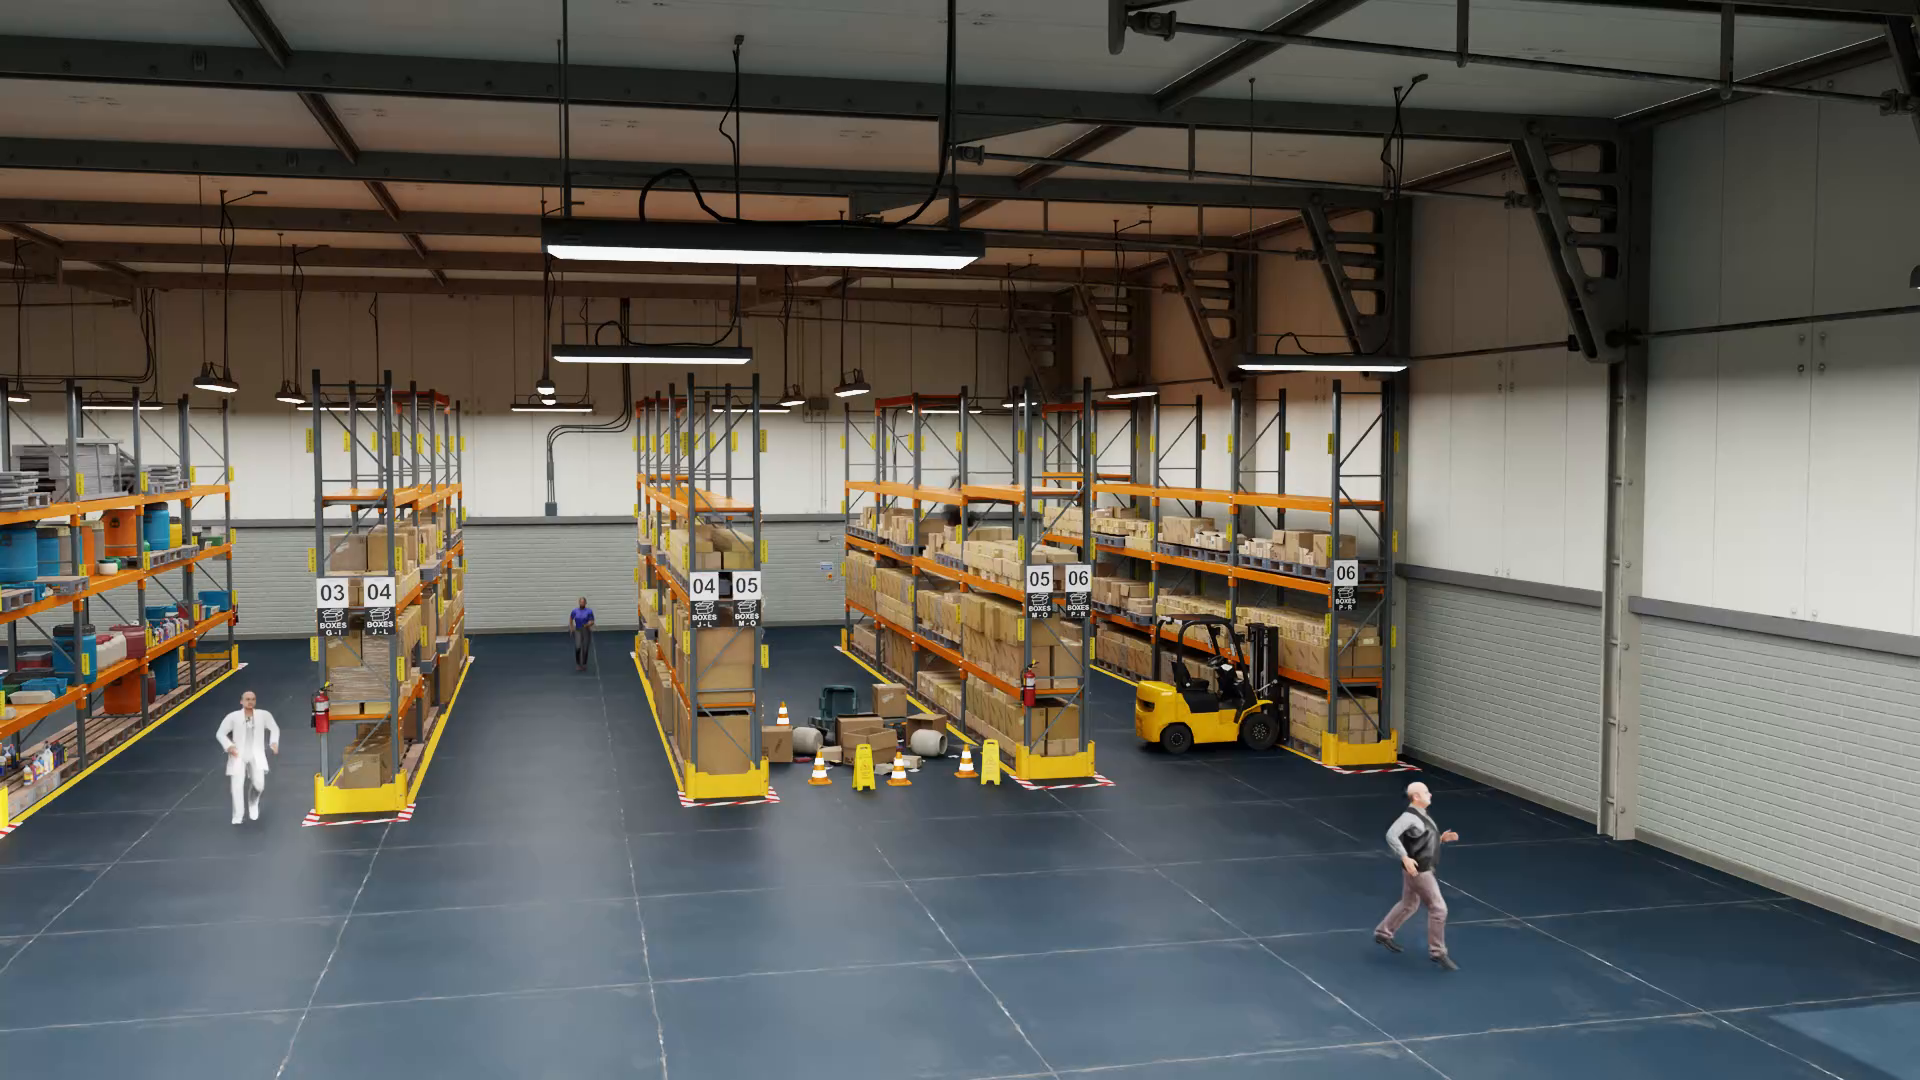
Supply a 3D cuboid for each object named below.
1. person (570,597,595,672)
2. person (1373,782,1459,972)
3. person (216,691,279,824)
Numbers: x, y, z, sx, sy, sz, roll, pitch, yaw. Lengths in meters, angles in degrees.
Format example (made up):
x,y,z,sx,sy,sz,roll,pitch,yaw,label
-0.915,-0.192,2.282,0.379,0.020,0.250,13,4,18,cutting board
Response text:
x,y,z,sx,sy,sz,roll,pitch,yaw,label
-8.302,2.077,36.550,0.538,1.658,0.756,-1,3,-12,person
4.394,3.208,15.983,0.825,1.771,0.633,1,4,21,person
-9.393,2.874,21.957,0.776,1.728,0.555,-2,4,-26,person
